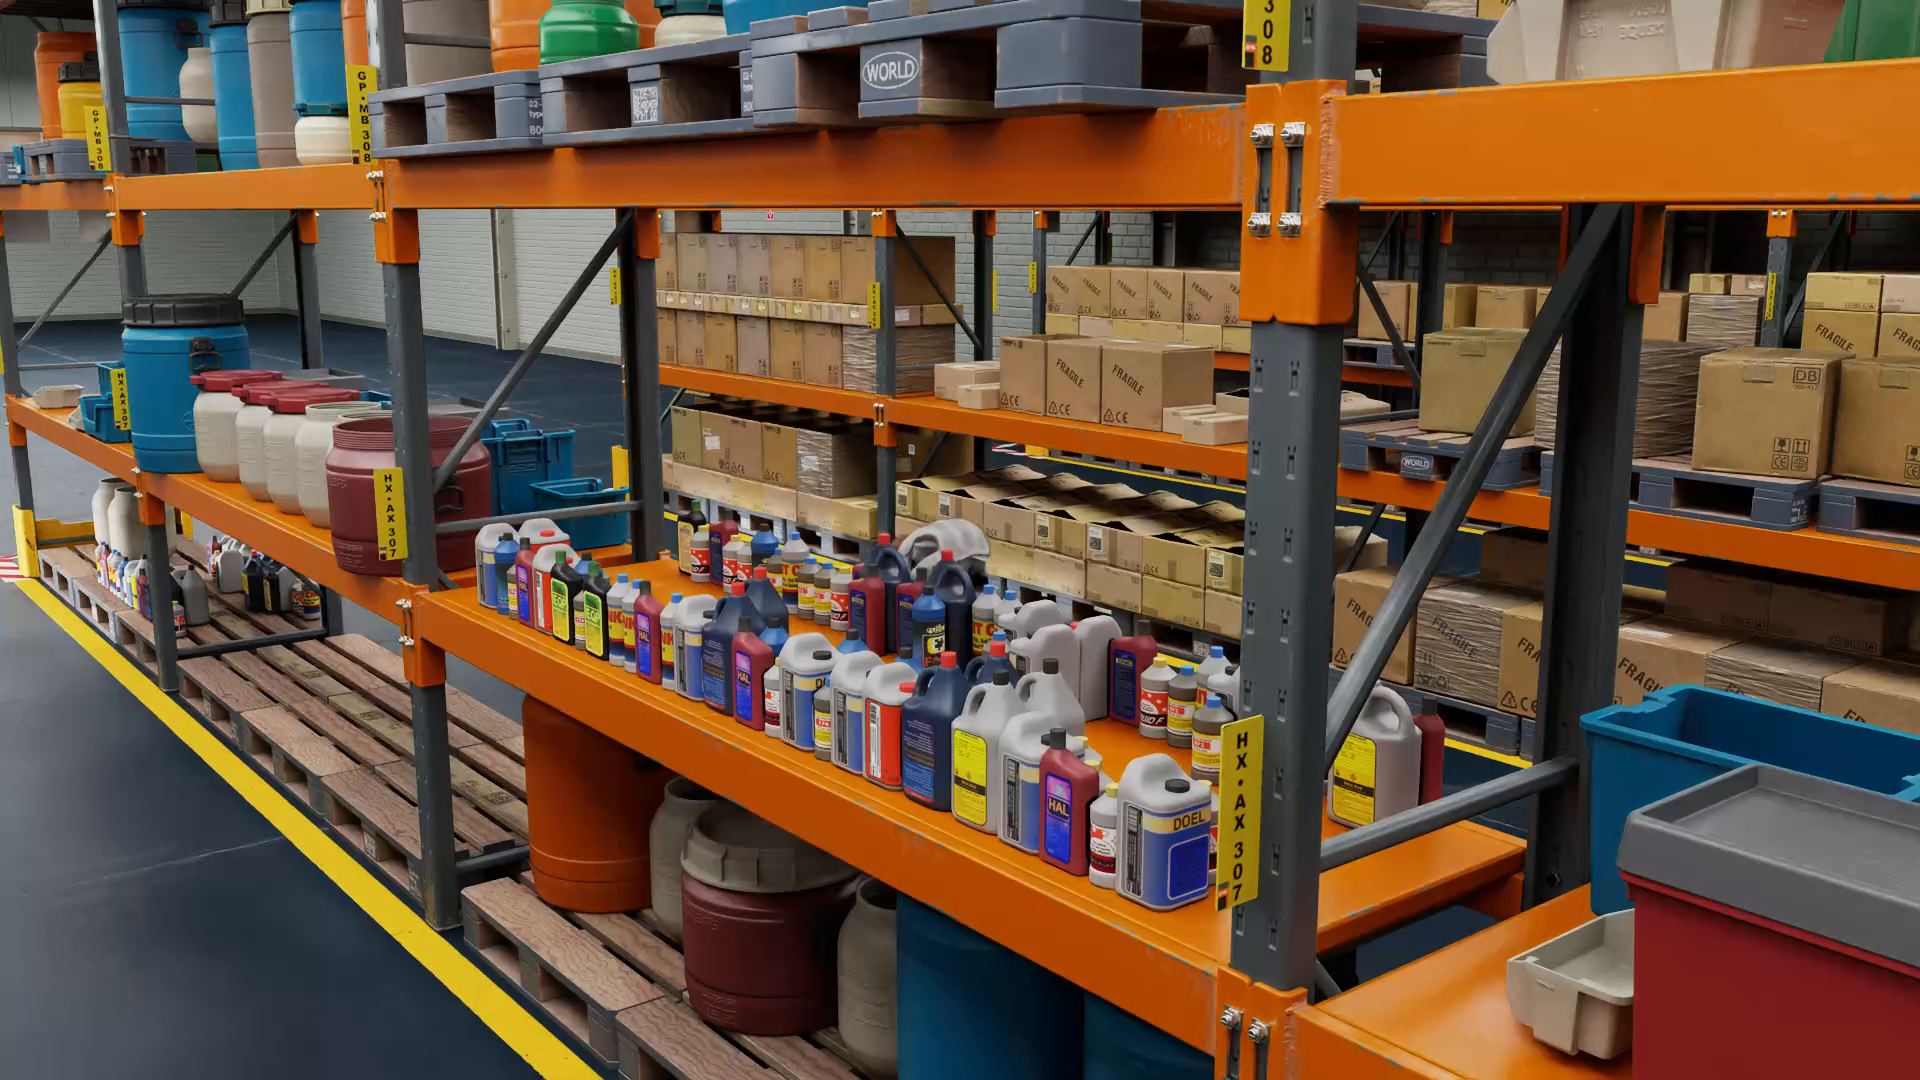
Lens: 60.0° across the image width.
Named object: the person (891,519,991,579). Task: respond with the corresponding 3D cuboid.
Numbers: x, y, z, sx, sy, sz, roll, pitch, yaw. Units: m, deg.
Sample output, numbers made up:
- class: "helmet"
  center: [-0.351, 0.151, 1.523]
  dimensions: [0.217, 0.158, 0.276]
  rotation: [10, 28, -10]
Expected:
- class: "person"
  center: [-0.161, 0.268, 10.040]
  dimensions: [0.461, 0.847, 0.855]
  rotation: [-9, 15, -40]
